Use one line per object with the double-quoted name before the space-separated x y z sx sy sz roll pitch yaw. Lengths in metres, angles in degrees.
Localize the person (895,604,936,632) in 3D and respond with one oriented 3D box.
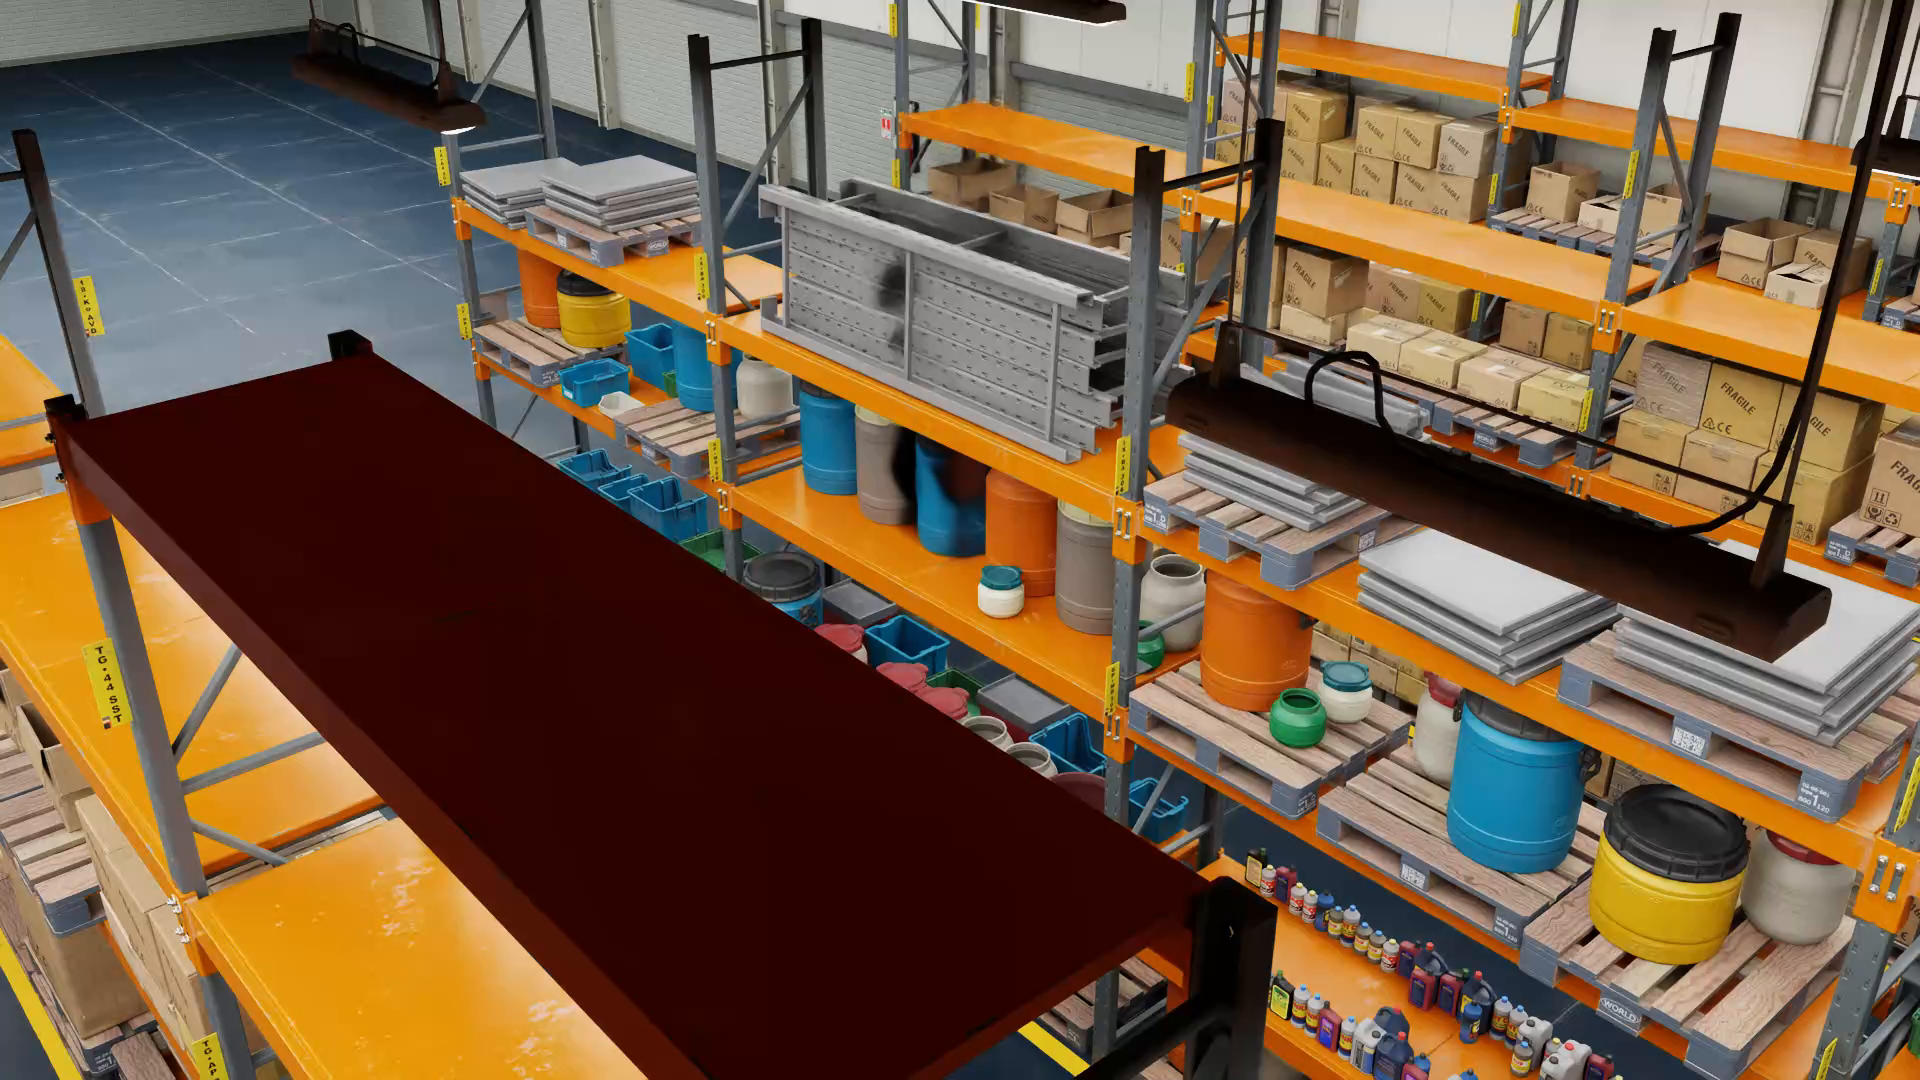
"person" -0.402 0.595 14.552 0.640 1.794 0.801 -21 34 -35
